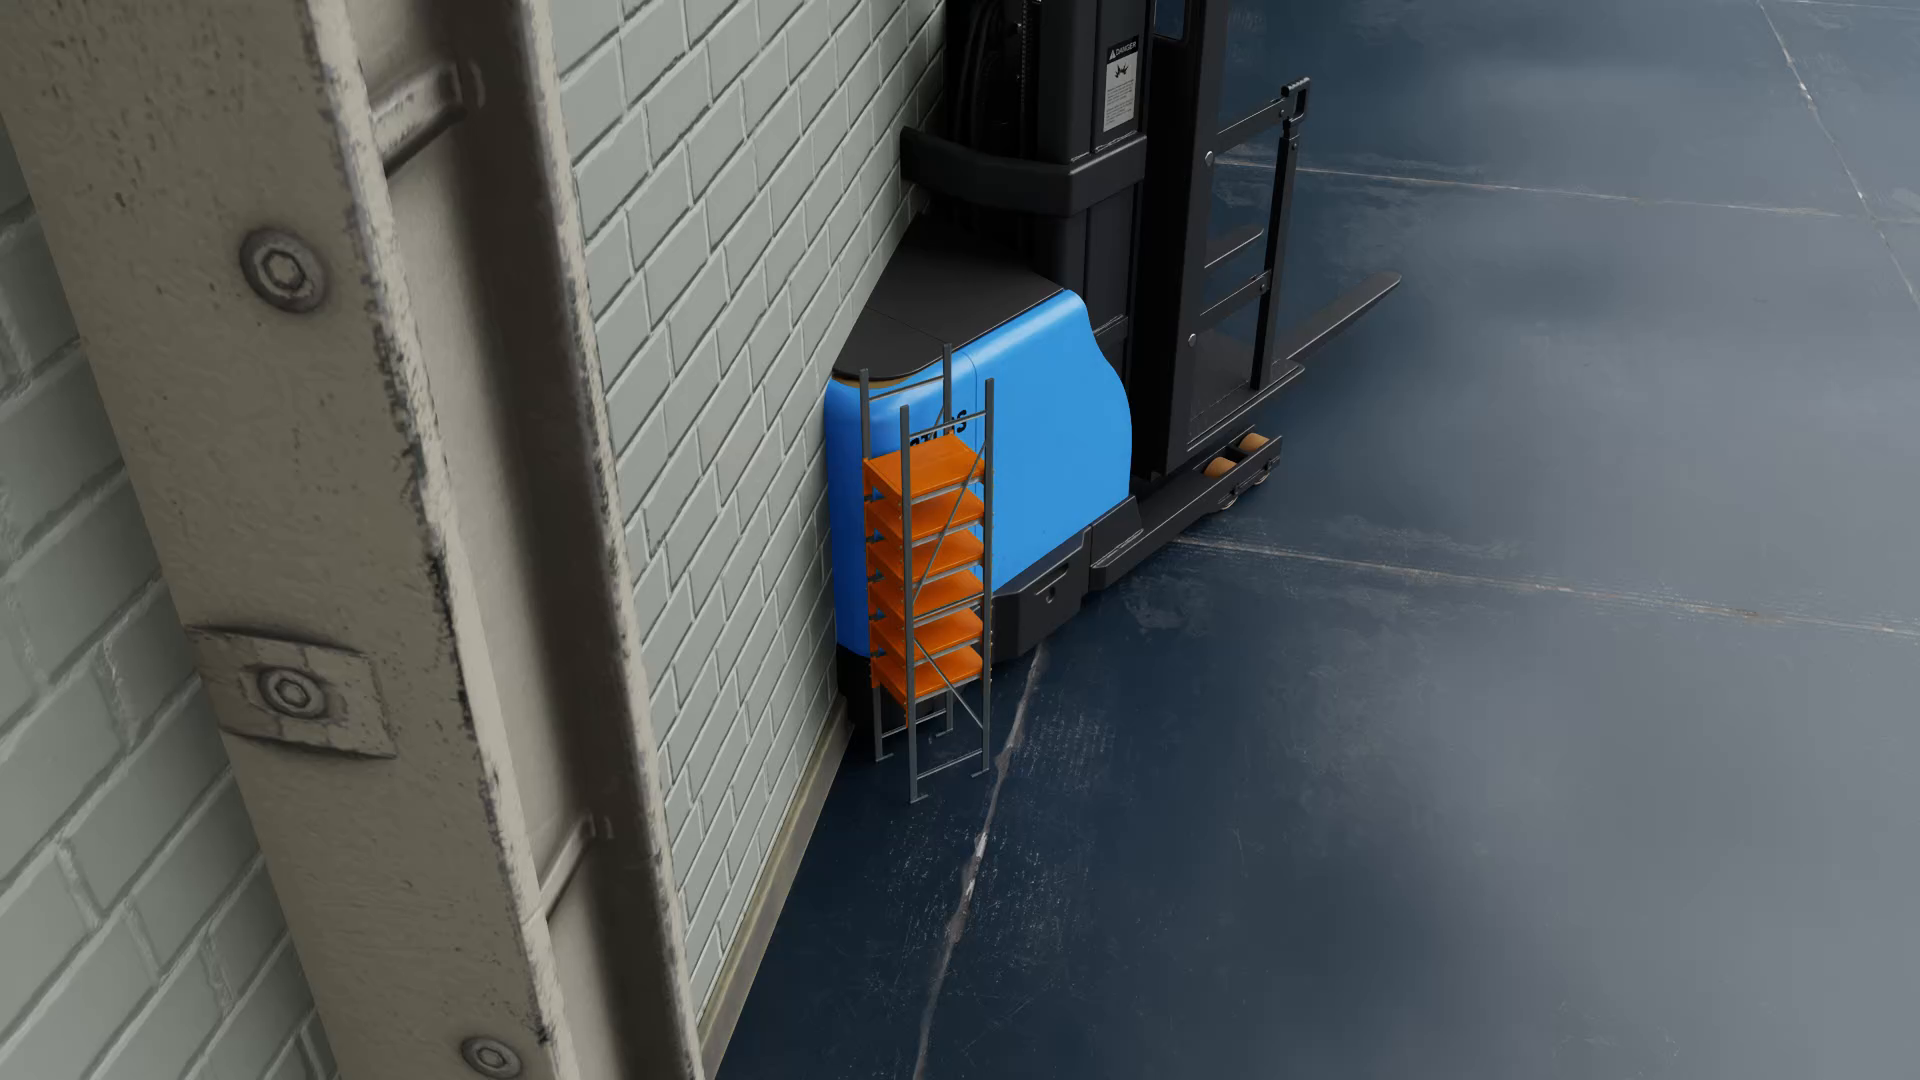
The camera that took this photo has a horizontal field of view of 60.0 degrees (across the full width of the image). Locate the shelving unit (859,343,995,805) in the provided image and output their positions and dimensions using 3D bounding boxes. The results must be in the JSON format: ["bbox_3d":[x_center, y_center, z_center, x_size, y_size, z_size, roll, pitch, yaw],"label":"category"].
[{"bbox_3d":[-0.075,0.116,4.068,0.258,1.200,0.189,-20,40,-25],"label":"shelving unit"}]

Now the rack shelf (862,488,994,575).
[{"bbox_3d":[-0.075,-0.043,3.953,0.258,0.103,0.180,-20,40,-25],"label":"rack shelf"}]

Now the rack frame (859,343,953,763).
[{"bbox_3d":[-0.123,0.070,4.131,0.240,1.200,0.006,-20,40,-25],"label":"rack frame"}]

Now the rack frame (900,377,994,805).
[{"bbox_3d":[-0.027,0.161,4.005,0.240,1.200,0.006,-20,40,-25],"label":"rack frame"}]

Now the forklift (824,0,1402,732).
[{"bbox_3d":[0.411,-1.461,4.769,1.130,2.935,3.031,27,44,32],"label":"forklift"}]

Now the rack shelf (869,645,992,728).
[{"bbox_3d":[-0.075,0.346,4.235,0.258,0.103,0.180,-20,40,-25],"label":"rack shelf"}]

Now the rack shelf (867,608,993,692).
[{"bbox_3d":[-0.075,0.249,4.165,0.258,0.103,0.180,-20,40,-25],"label":"rack shelf"}]

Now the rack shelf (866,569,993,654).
[{"bbox_3d":[-0.075,0.152,4.094,0.258,0.103,0.180,-20,40,-25],"label":"rack shelf"}]

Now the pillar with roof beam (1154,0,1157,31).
[{"bbox_3d":[4.897,-4.903,4.346,9.100,9.000,0.400,7,37,10],"label":"pillar with roof beam"}]

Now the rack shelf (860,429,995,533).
[{"bbox_3d":[-0.075,-0.140,3.883,0.258,0.103,0.180,-20,40,-25],"label":"rack shelf"}]

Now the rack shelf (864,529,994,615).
[{"bbox_3d":[-0.075,0.054,4.024,0.258,0.103,0.180,-20,40,-25],"label":"rack shelf"}]
